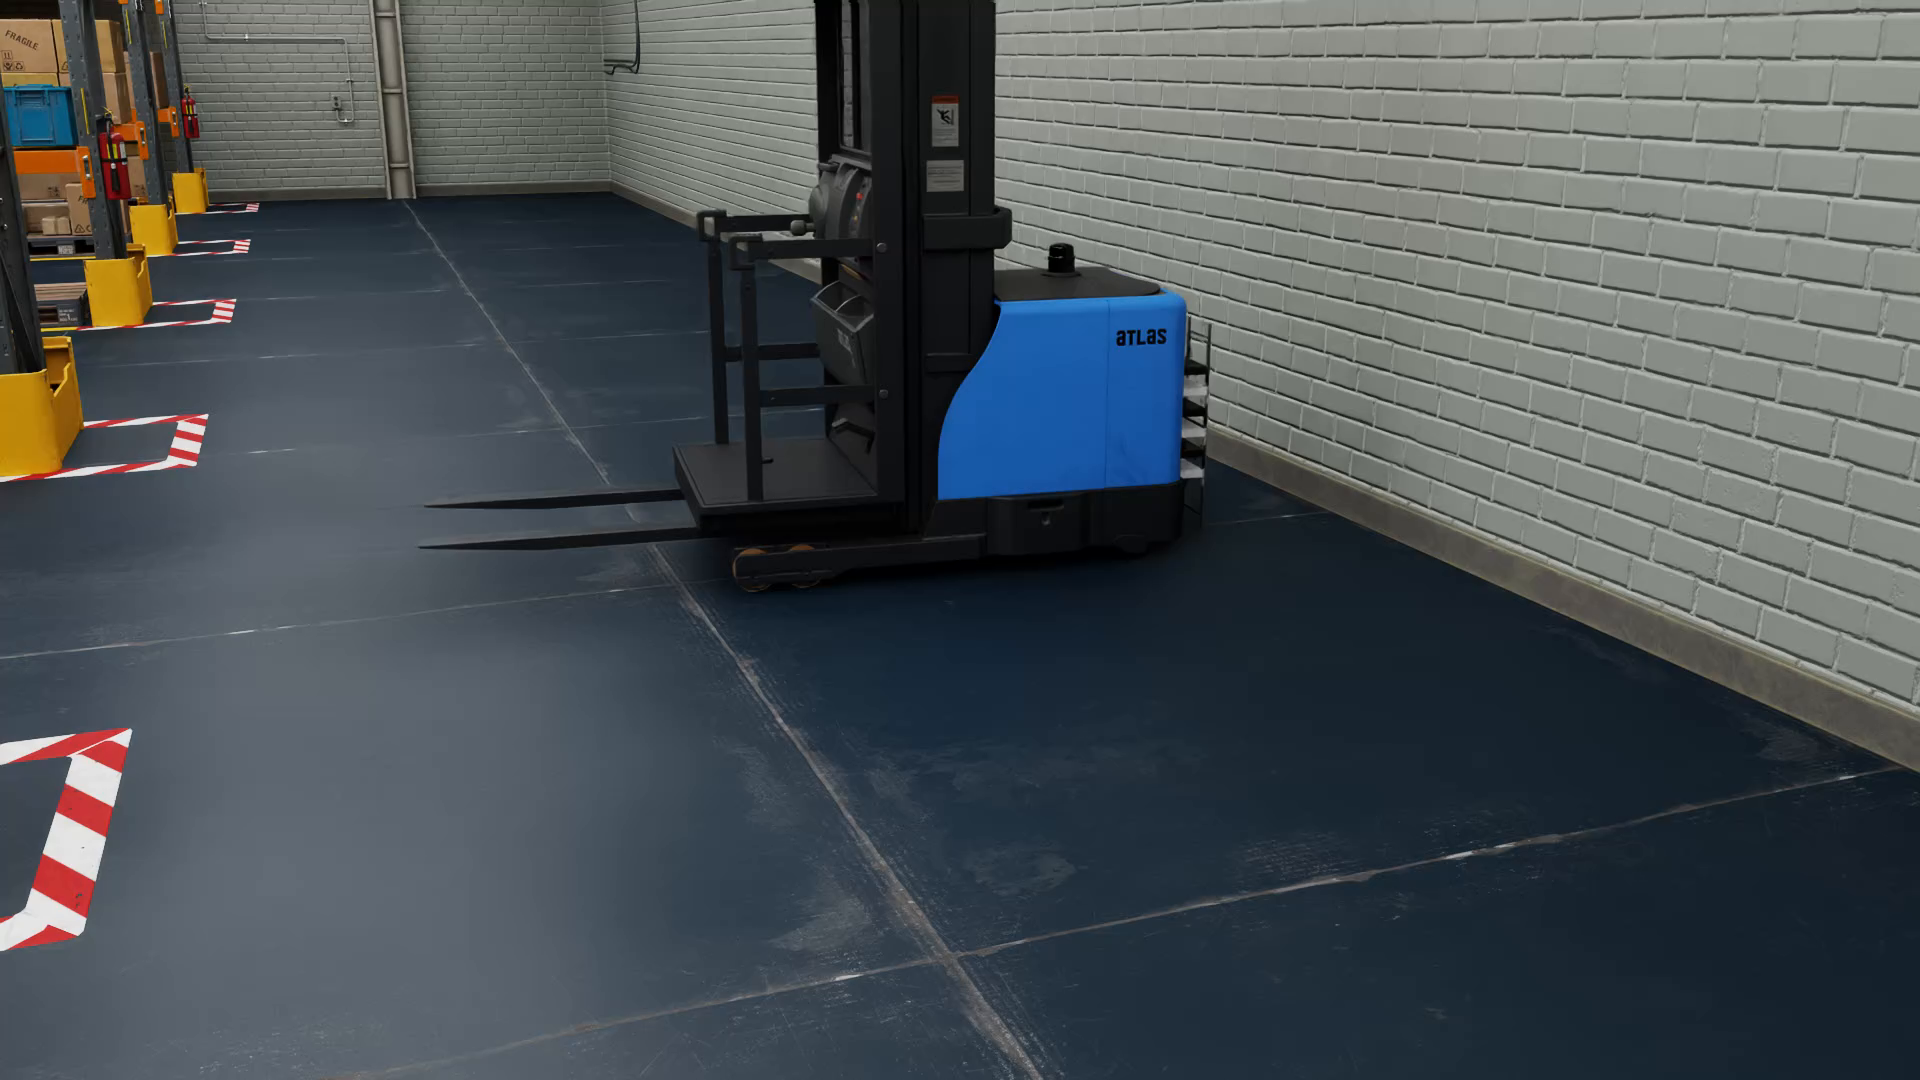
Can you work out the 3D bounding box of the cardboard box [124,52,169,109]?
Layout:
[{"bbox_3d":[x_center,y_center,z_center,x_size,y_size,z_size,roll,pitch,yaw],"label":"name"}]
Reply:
[{"bbox_3d":[-10.645,-5.907,21.357,0.700,0.700,0.980,-5,17,-18],"label":"cardboard box"}]

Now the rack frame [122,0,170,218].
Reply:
[{"bbox_3d":[-8.396,-4.514,17.147,0.127,3.000,1.000,-6,17,-20],"label":"rack frame"}]

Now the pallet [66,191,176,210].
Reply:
[{"bbox_3d":[-10.891,-4.378,21.632,1.213,0.211,1.003,-6,17,-20],"label":"pallet"}]

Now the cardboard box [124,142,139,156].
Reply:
[{"bbox_3d":[-10.745,-5.099,21.677,0.250,0.149,0.380,-6,17,-20],"label":"cardboard box"}]

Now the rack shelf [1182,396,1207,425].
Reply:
[{"bbox_3d":[0.925,-0.556,7.192,0.200,0.077,0.258,-4,17,-14],"label":"rack shelf"}]

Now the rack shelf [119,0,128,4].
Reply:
[{"bbox_3d":[-10.264,-5.407,16.139,4.000,0.370,1.077,-6,17,-20],"label":"rack shelf"}]

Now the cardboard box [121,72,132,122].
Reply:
[{"bbox_3d":[-8.905,-4.587,17.216,0.500,0.500,0.500,-6,17,-19],"label":"cardboard box"}]

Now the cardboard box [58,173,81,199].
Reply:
[{"bbox_3d":[-11.257,-4.672,21.375,0.500,0.500,0.700,-6,17,-20],"label":"cardboard box"}]

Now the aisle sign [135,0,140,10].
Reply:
[{"bbox_3d":[-8.223,-5.688,16.529,0.004,0.787,0.394,-6,17,-20],"label":"aisle sign"}]

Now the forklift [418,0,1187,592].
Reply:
[{"bbox_3d":[-0.655,-1.370,6.561,3.031,2.935,1.130,-4,17,-15],"label":"forklift"}]

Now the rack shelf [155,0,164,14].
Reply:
[{"bbox_3d":[-12.040,-6.709,20.576,4.000,0.370,1.077,-6,17,-20],"label":"rack shelf"}]

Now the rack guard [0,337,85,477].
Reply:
[{"bbox_3d":[-4.832,-0.710,8.630,0.348,0.500,1.175,-6,17,-20],"label":"rack guard"}]

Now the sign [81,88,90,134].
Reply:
[{"bbox_3d":[-6.415,-3.146,12.197,0.005,0.325,0.100,-6,17,-20],"label":"sign"}]

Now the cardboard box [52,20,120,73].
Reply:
[{"bbox_3d":[-8.713,-4.925,16.592,0.500,0.500,0.500,-6,18,-21],"label":"cardboard box"}]

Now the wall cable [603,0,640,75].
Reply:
[{"bbox_3d":[-4.763,-7.682,22.797,0.112,2.526,3.097,-6,17,-20],"label":"wall cable"}]

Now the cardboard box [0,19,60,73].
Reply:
[{"bbox_3d":[-9.185,-4.873,16.418,0.500,0.500,0.500,-6,17,-19],"label":"cardboard box"}]

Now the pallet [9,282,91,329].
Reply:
[{"bbox_3d":[-7.411,-1.800,12.852,1.213,0.211,1.003,-6,17,-20],"label":"pallet"}]

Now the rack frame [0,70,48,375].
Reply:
[{"bbox_3d":[-4.855,-1.907,8.270,0.127,3.000,1.000,-6,17,-20],"label":"rack frame"}]

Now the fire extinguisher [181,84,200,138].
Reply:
[{"bbox_3d":[-9.866,-5.495,21.285,0.183,0.674,0.296,-6,17,-20],"label":"fire extinguisher"}]

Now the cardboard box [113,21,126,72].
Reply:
[{"bbox_3d":[-8.905,-5.066,17.076,0.500,0.500,0.500,-6,17,-18],"label":"cardboard box"}]

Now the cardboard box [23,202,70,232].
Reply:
[{"bbox_3d":[-9.472,-3.375,17.368,0.500,0.250,0.500,-6,17,-20],"label":"cardboard box"}]

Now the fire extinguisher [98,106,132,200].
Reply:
[{"bbox_3d":[-6.324,-2.890,12.415,0.183,0.674,0.296,-6,17,-20],"label":"fire extinguisher"}]

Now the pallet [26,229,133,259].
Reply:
[{"bbox_3d":[-9.211,-3.088,17.239,1.213,0.211,1.003,-6,17,-20],"label":"pallet"}]

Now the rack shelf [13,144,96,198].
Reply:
[{"bbox_3d":[-8.495,-2.664,12.122,4.000,0.370,1.077,-6,17,-20],"label":"rack shelf"}]

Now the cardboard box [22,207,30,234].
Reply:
[{"bbox_3d":[-9.713,-3.198,16.765,0.500,0.250,0.500,-6,17,-20],"label":"cardboard box"}]

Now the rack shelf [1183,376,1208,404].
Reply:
[{"bbox_3d":[0.926,-0.642,7.167,0.200,0.077,0.258,-4,17,-14],"label":"rack shelf"}]

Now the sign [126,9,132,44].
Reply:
[{"bbox_3d":[-8.216,-5.073,16.435,0.005,0.325,0.100,-6,17,-20],"label":"sign"}]

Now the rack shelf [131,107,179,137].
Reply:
[{"bbox_3d":[-12.040,-5.270,20.998,4.000,0.370,1.077,-6,17,-20],"label":"rack shelf"}]

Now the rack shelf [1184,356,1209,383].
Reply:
[{"bbox_3d":[0.926,-0.729,7.142,0.200,0.077,0.258,-4,17,-14],"label":"rack shelf"}]

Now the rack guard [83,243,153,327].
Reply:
[{"bbox_3d":[-6.609,-2.017,13.079,0.348,0.500,1.175,-6,17,-20],"label":"rack guard"}]

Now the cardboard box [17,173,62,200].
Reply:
[{"bbox_3d":[-11.727,-4.621,21.202,0.500,0.500,0.700,-7,18,-22],"label":"cardboard box"}]

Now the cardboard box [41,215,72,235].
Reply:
[{"bbox_3d":[-9.226,-3.229,17.018,0.250,0.166,0.380,-6,17,-20],"label":"cardboard box"}]

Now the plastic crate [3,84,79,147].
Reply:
[{"bbox_3d":[-6.873,-3.173,12.412,0.499,0.435,0.616,-6,17,-20],"label":"plastic crate"}]

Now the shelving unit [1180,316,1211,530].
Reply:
[{"bbox_3d":[0.925,-0.502,7.208,0.210,0.900,0.258,-4,17,-14],"label":"shelving unit"}]

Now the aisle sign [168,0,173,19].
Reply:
[{"bbox_3d":[-9.997,-6.993,20.973,0.004,0.787,0.394,-6,17,-20],"label":"aisle sign"}]

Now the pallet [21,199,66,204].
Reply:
[{"bbox_3d":[-12.028,-4.256,21.217,1.213,0.211,1.003,-6,17,-20],"label":"pallet"}]

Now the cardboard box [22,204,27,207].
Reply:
[{"bbox_3d":[-9.939,-3.325,17.196,0.500,0.250,0.500,-6,17,-20],"label":"cardboard box"}]

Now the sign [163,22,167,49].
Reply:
[{"bbox_3d":[-9.991,-6.342,20.896,0.005,0.325,0.100,-6,17,-20],"label":"sign"}]

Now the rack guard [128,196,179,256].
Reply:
[{"bbox_3d":[-8.467,-3.307,17.473,0.348,0.500,1.175,-6,17,-20],"label":"rack guard"}]

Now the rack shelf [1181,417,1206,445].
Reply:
[{"bbox_3d":[0.925,-0.470,7.218,0.200,0.077,0.258,-4,17,-14],"label":"rack shelf"}]

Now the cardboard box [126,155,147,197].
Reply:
[{"bbox_3d":[-10.790,-4.722,21.547,0.500,0.500,0.700,-6,17,-20],"label":"cardboard box"}]

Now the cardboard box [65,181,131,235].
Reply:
[{"bbox_3d":[-8.816,-3.406,17.029,0.500,0.500,0.500,-6,17,-20],"label":"cardboard box"}]

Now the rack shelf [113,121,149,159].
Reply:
[{"bbox_3d":[-10.264,-3.967,16.561,4.000,0.370,1.077,-6,17,-20],"label":"rack shelf"}]

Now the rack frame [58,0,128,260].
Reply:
[{"bbox_3d":[-6.627,-3.210,12.707,0.127,3.000,1.000,-6,17,-20],"label":"rack frame"}]

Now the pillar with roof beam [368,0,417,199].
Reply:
[{"bbox_3d":[-6.420,-8.063,18.583,0.400,9.000,9.100,-6,17,-20],"label":"pillar with roof beam"}]

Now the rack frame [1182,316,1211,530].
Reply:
[{"bbox_3d":[1.024,-0.509,7.234,0.006,0.900,0.240,-4,17,-14],"label":"rack frame"}]

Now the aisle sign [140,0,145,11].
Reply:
[{"bbox_3d":[-8.437,-5.846,17.067,0.004,0.787,0.394,-6,17,-20],"label":"aisle sign"}]

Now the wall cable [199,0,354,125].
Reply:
[{"bbox_3d":[-9.315,-6.683,22.728,1.851,1.984,0.084,-6,17,-20],"label":"wall cable"}]

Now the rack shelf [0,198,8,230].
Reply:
[{"bbox_3d":[-6.722,-1.361,7.684,4.000,0.370,1.077,-6,17,-20],"label":"rack shelf"}]

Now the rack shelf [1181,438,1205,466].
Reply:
[{"bbox_3d":[0.925,-0.383,7.243,0.200,0.077,0.258,-4,17,-14],"label":"rack shelf"}]

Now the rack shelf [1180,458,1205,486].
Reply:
[{"bbox_3d":[0.925,-0.297,7.268,0.200,0.077,0.258,-4,17,-14],"label":"rack shelf"}]

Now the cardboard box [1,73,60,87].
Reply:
[{"bbox_3d":[-9.200,-4.392,16.554,0.500,0.500,0.500,-6,17,-20],"label":"cardboard box"}]

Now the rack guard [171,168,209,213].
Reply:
[{"bbox_3d":[-10.150,-4.620,21.944,0.348,0.500,1.175,-6,17,-20],"label":"rack guard"}]

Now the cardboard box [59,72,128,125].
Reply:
[{"bbox_3d":[-8.717,-4.445,16.735,0.500,0.500,0.500,-6,17,-18],"label":"cardboard box"}]

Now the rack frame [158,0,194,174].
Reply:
[{"bbox_3d":[-10.172,-5.817,21.584,0.127,3.000,1.000,-6,17,-20],"label":"rack frame"}]
